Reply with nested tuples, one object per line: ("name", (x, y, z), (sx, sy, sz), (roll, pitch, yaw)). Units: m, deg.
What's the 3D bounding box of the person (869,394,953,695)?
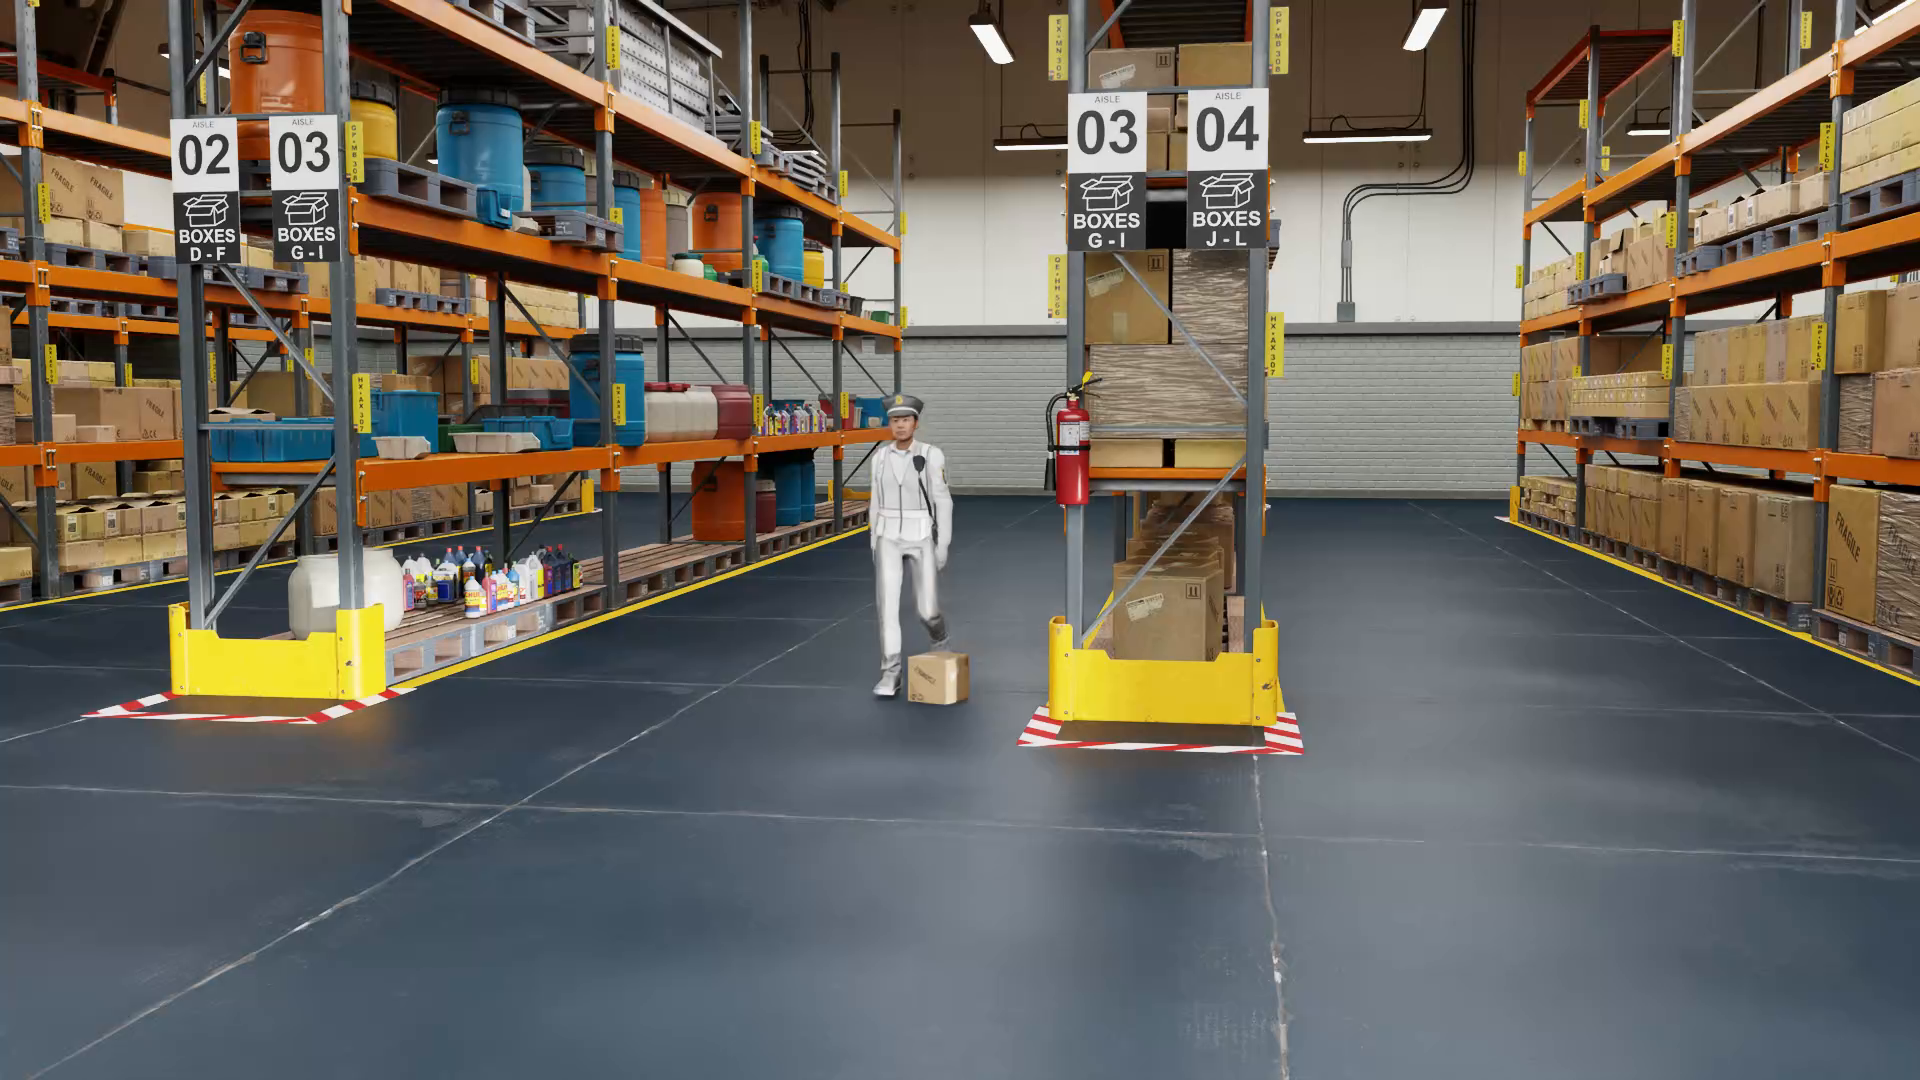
("person", (-0.265, 0.011, 9.413), (0.485, 1.672, 0.653), (1, 5, 13))
